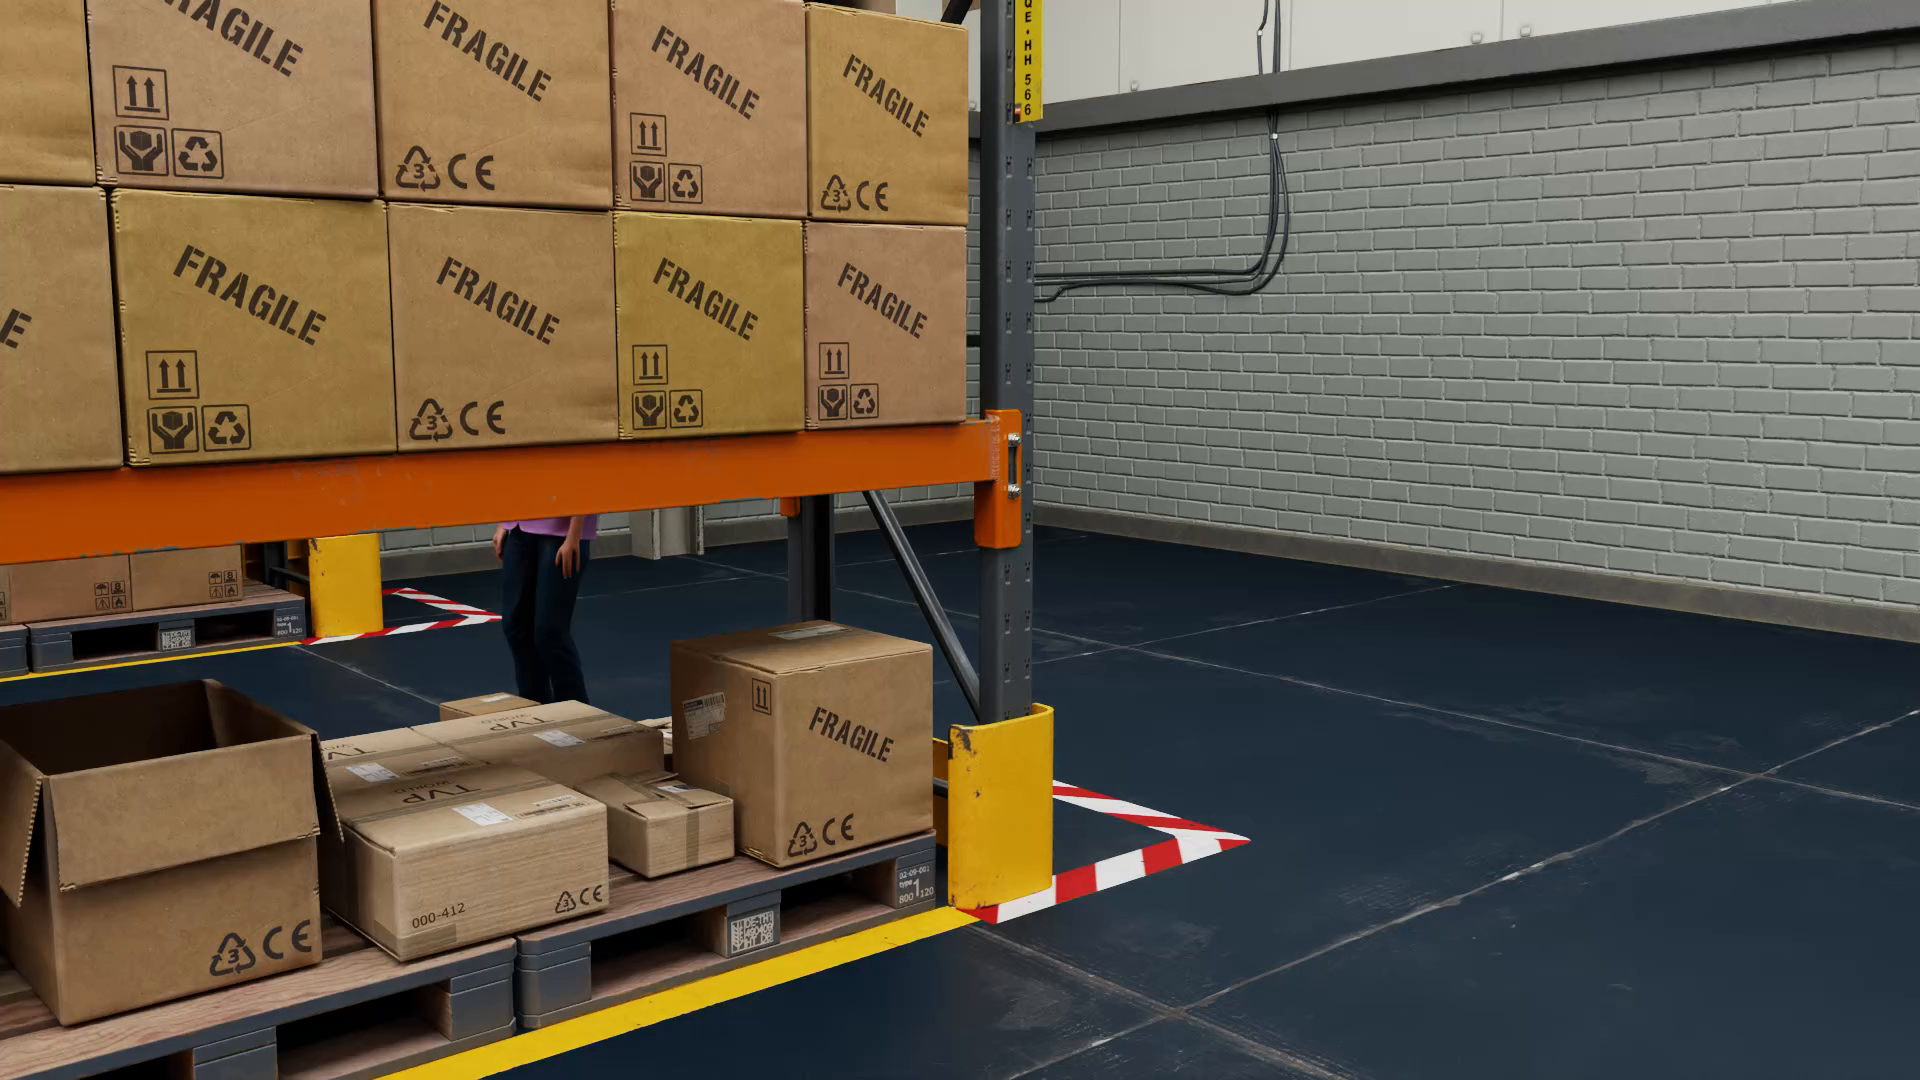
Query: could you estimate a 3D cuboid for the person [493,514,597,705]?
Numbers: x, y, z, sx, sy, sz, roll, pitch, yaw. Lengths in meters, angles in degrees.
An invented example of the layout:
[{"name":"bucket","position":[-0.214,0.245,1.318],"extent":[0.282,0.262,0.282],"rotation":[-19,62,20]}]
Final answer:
[{"name":"person","position":[-1.472,-0.002,5.854],"extent":[0.478,1.592,0.346],"rotation":[7,10,41]}]
